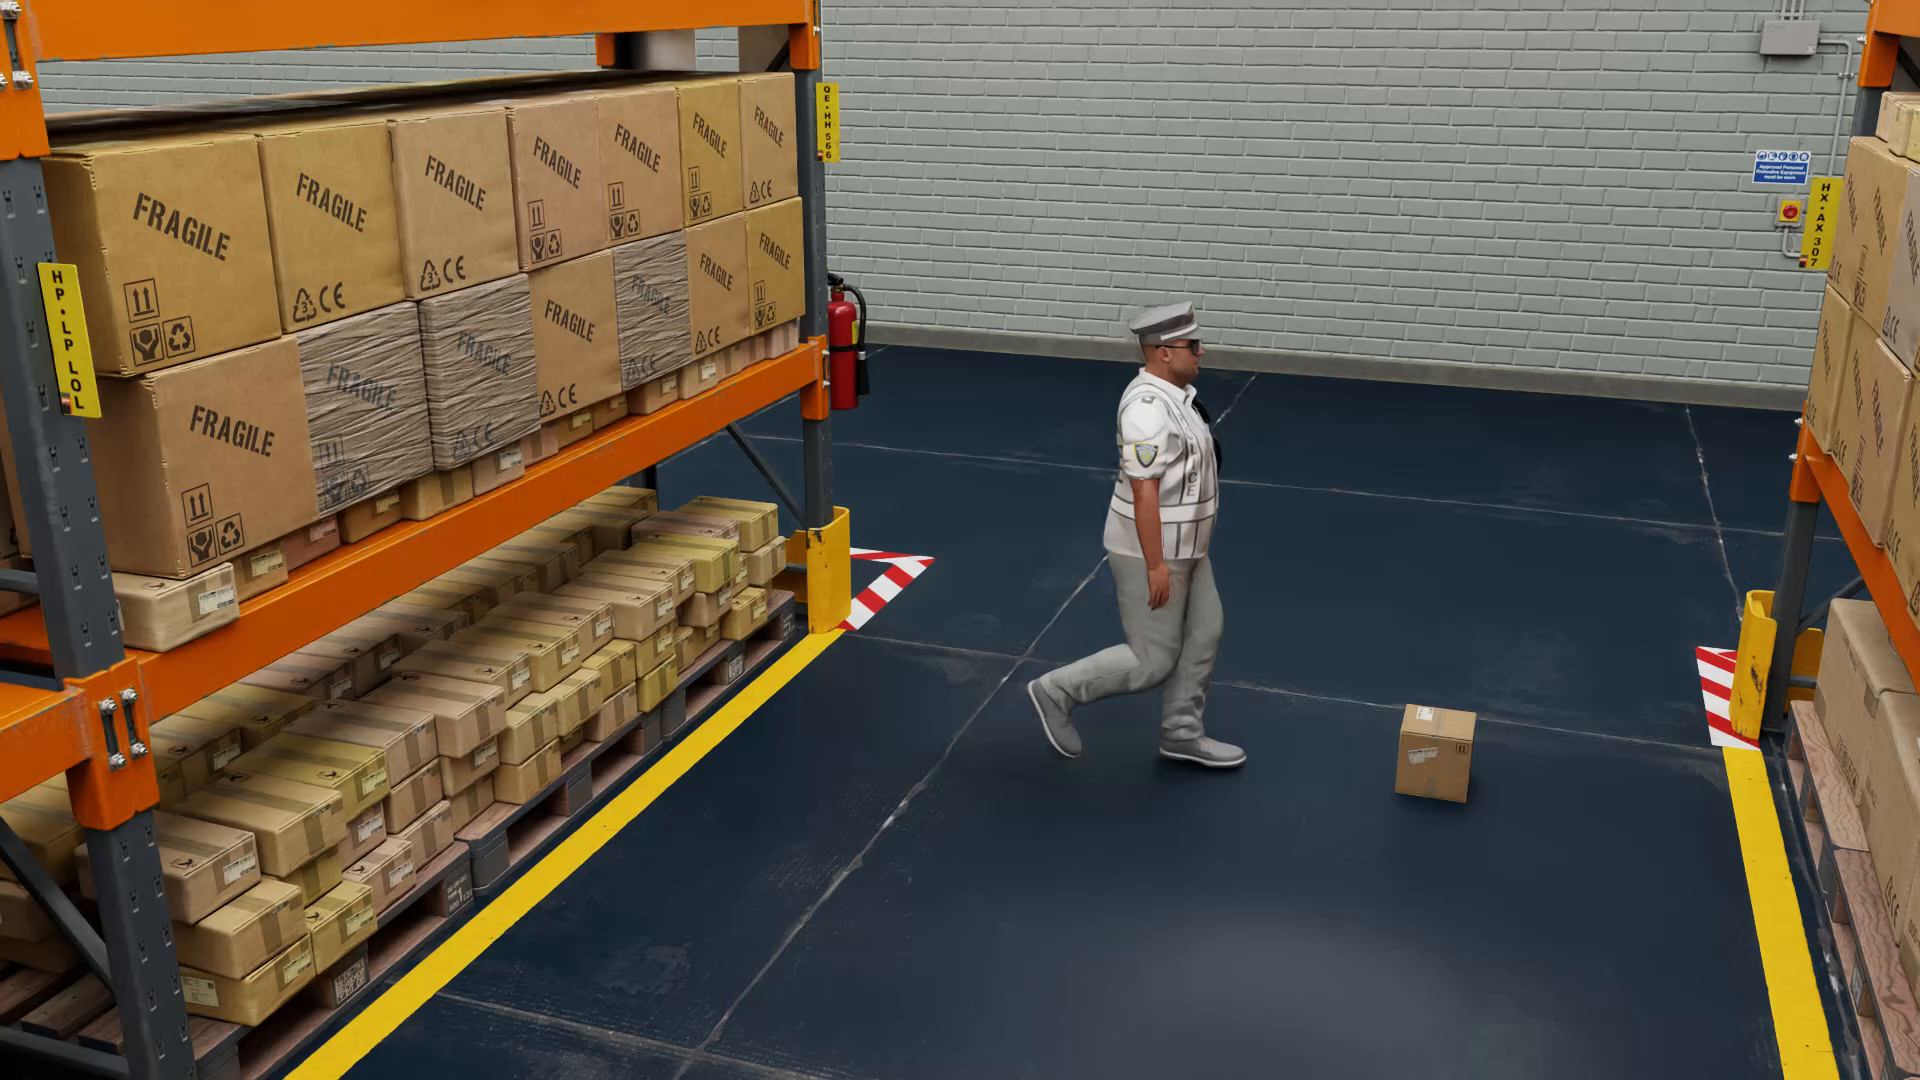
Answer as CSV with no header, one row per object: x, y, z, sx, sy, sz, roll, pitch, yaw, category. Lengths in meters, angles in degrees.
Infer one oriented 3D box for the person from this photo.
0.671,-0.006,6.019,0.805,1.740,0.538,6,20,18,person
